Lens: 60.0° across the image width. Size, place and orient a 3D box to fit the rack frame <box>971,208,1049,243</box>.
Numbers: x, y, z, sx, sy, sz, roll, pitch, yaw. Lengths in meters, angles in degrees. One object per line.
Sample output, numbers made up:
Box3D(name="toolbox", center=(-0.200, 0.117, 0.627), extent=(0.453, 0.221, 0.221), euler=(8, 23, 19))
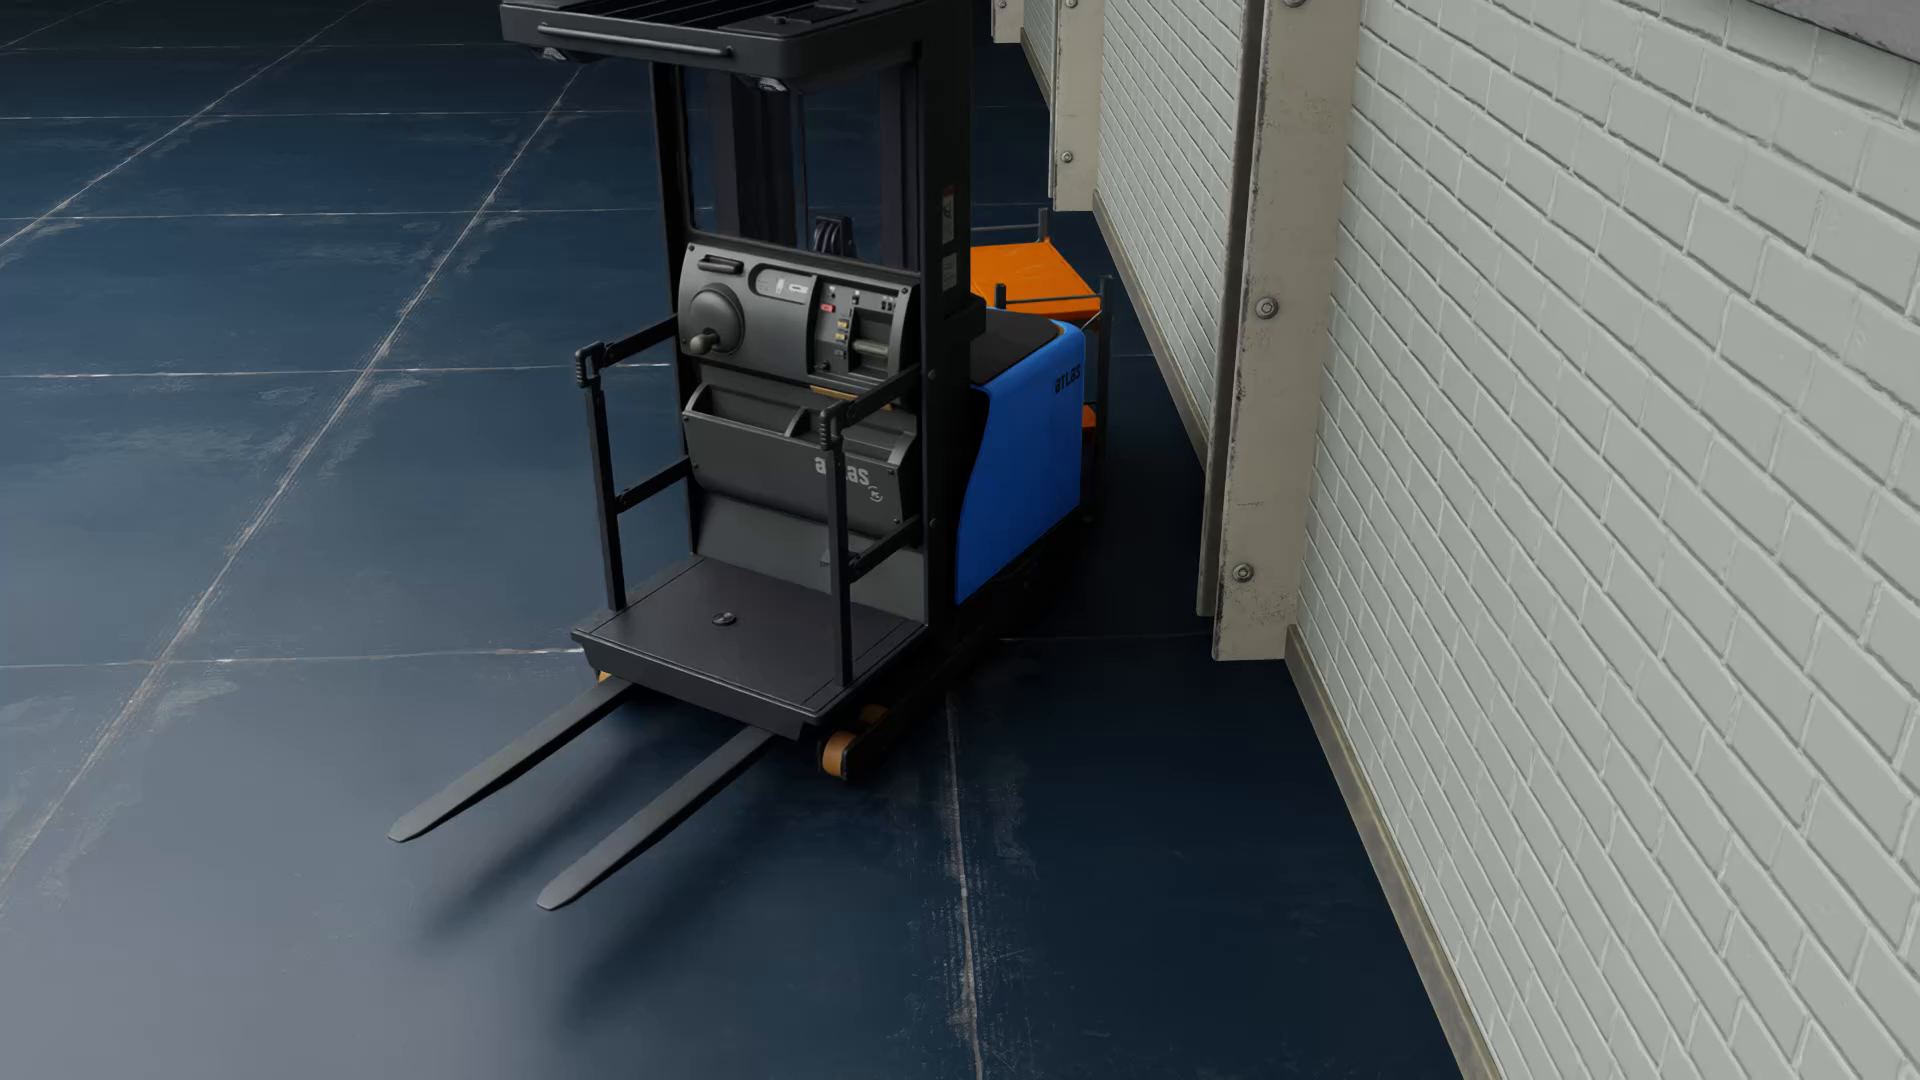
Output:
Box3D(name="rack frame", center=(0.169, -1.030, 8.009), extent=(0.500, 1.125, 0.032), euler=(-6, 28, -11))

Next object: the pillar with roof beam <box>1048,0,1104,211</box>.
Box3D(name="pillar with roof beam", center=(-3.497, -6.291, 9.580), extent=(9.100, 9.000, 0.400), euler=(-1, 28, -3))

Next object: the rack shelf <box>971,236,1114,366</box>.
Box3D(name="rack shelf", center=(0.279, -1.060, 7.434), extent=(0.538, 0.278, 1.000), euler=(-6, 28, -11))

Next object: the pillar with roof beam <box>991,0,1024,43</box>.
Box3D(name="pillar with roof beam", center=(-3.810, -9.061, 14.893), extent=(9.100, 9.000, 0.400), euler=(-1, 28, -3))

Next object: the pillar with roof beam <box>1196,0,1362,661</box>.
Box3D(name="pillar with roof beam", center=(-3.183, -3.520, 4.267), extent=(9.100, 9.000, 0.400), euler=(-1, 28, -3))

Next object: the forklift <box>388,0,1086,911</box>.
Box3D(name="forklift", center=(-0.677, -0.725, 5.471), extent=(1.130, 2.935, 3.031), euler=(15, 31, 27))

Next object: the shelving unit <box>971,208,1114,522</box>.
Box3D(name="shelving unit", center=(0.279, -0.801, 7.569), extent=(0.538, 1.125, 1.048), euler=(-6, 28, -11))

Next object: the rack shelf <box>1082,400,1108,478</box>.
Box3D(name="rack shelf", center=(0.279, -0.584, 7.682), extent=(0.538, 0.278, 1.000), euler=(-6, 28, -11))

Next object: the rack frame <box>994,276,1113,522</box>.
Box3D(name="rack frame", center=(0.389, -0.571, 7.129), extent=(0.500, 1.125, 0.032), euler=(-6, 28, -11))
